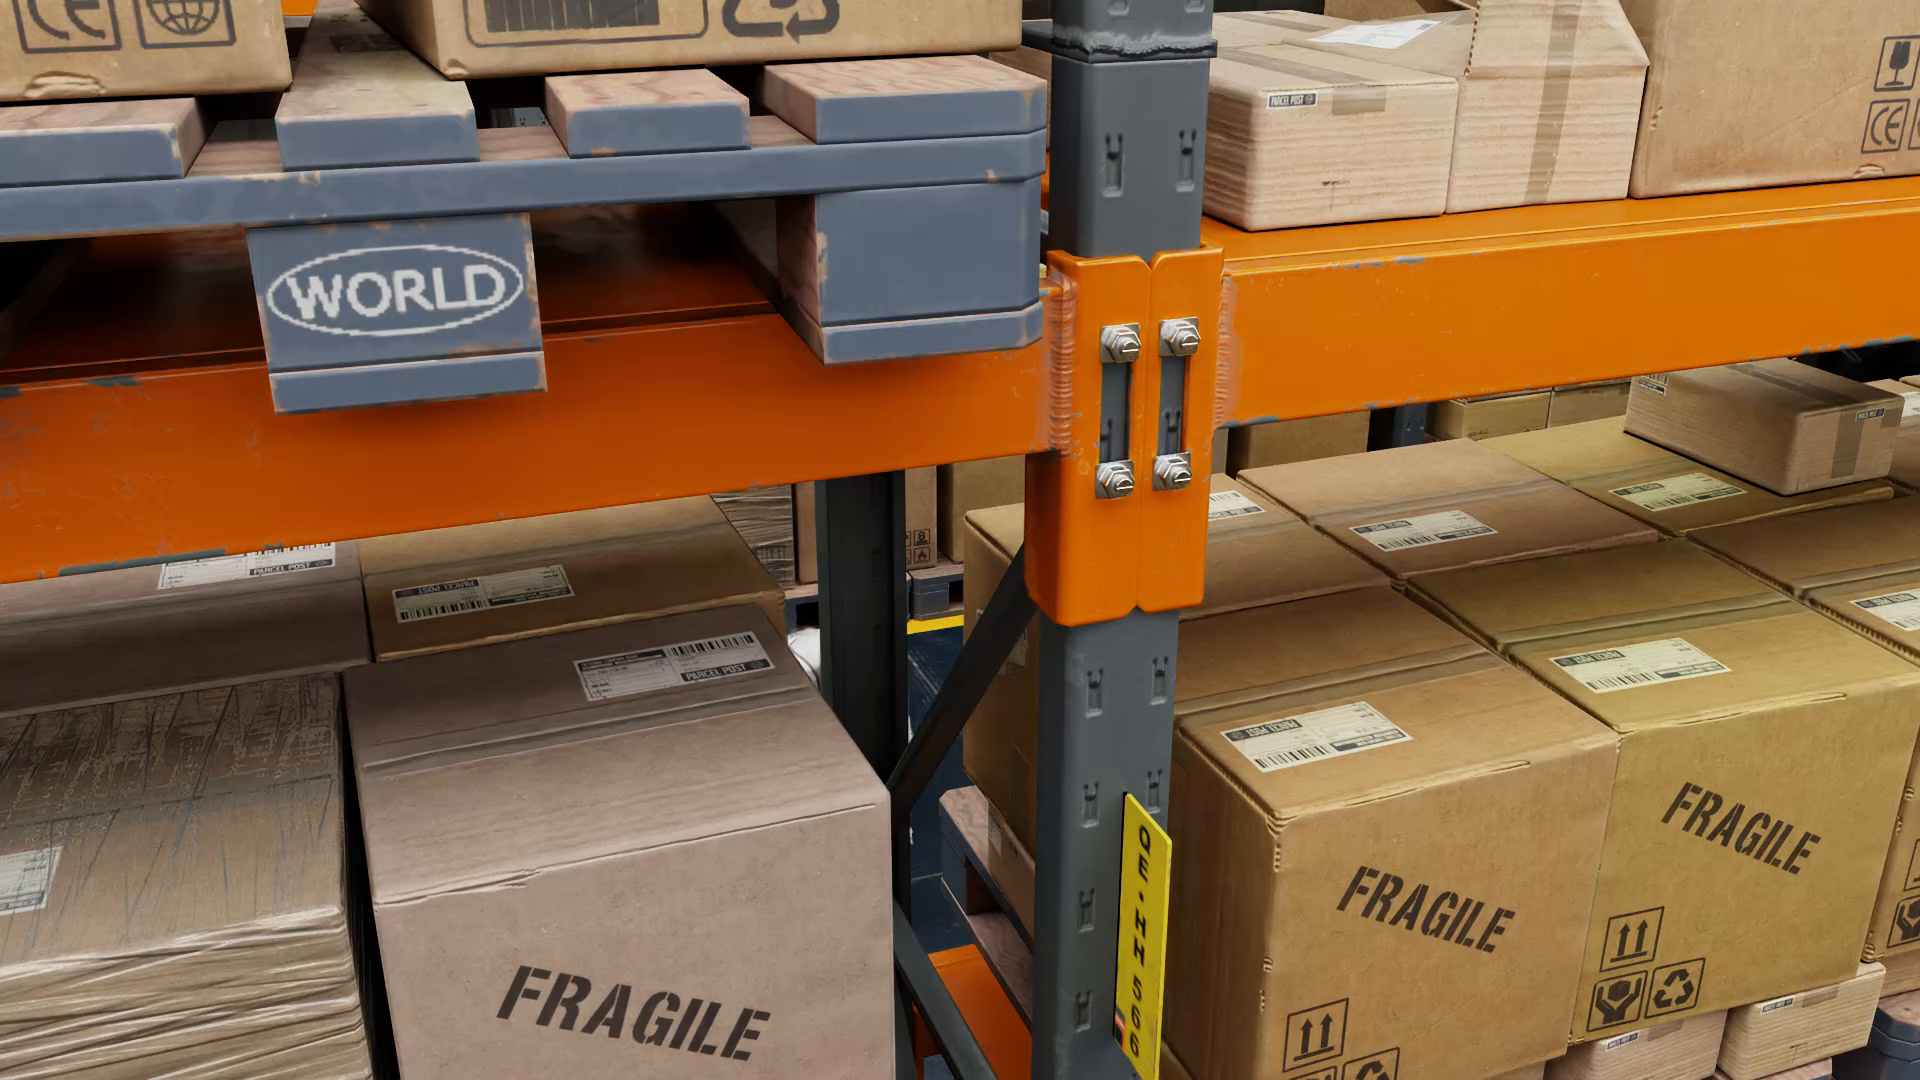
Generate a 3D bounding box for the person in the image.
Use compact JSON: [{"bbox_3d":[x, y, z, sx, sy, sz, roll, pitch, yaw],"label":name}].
[{"bbox_3d":[-0.435,0.626,5.484,0.494,0.984,0.845,-8,24,-19],"label":"person"}]
